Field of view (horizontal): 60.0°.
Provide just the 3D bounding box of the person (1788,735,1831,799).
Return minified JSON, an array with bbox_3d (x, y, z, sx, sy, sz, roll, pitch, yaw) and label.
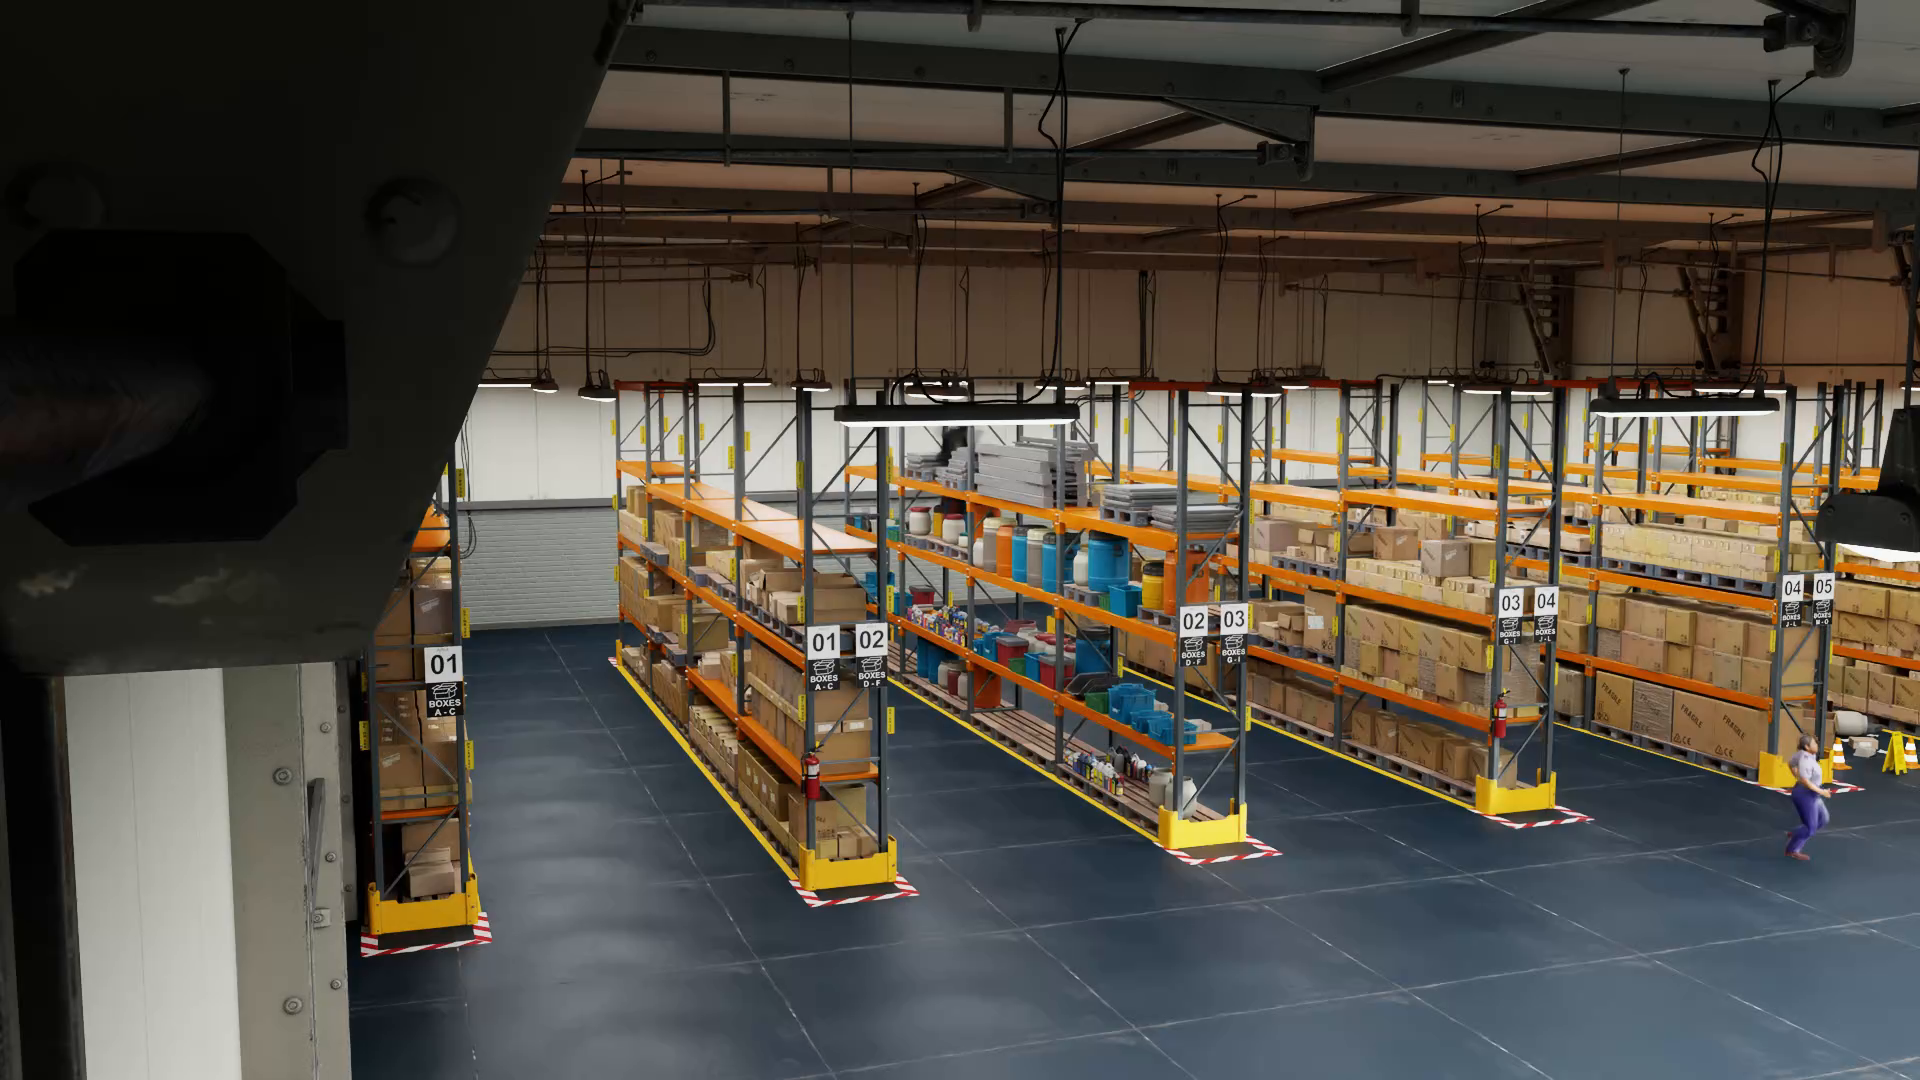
[{"bbox_3d":[10.876,2.895,21.253,0.480,0.816,0.616,2,6,21],"label":"person"}]
